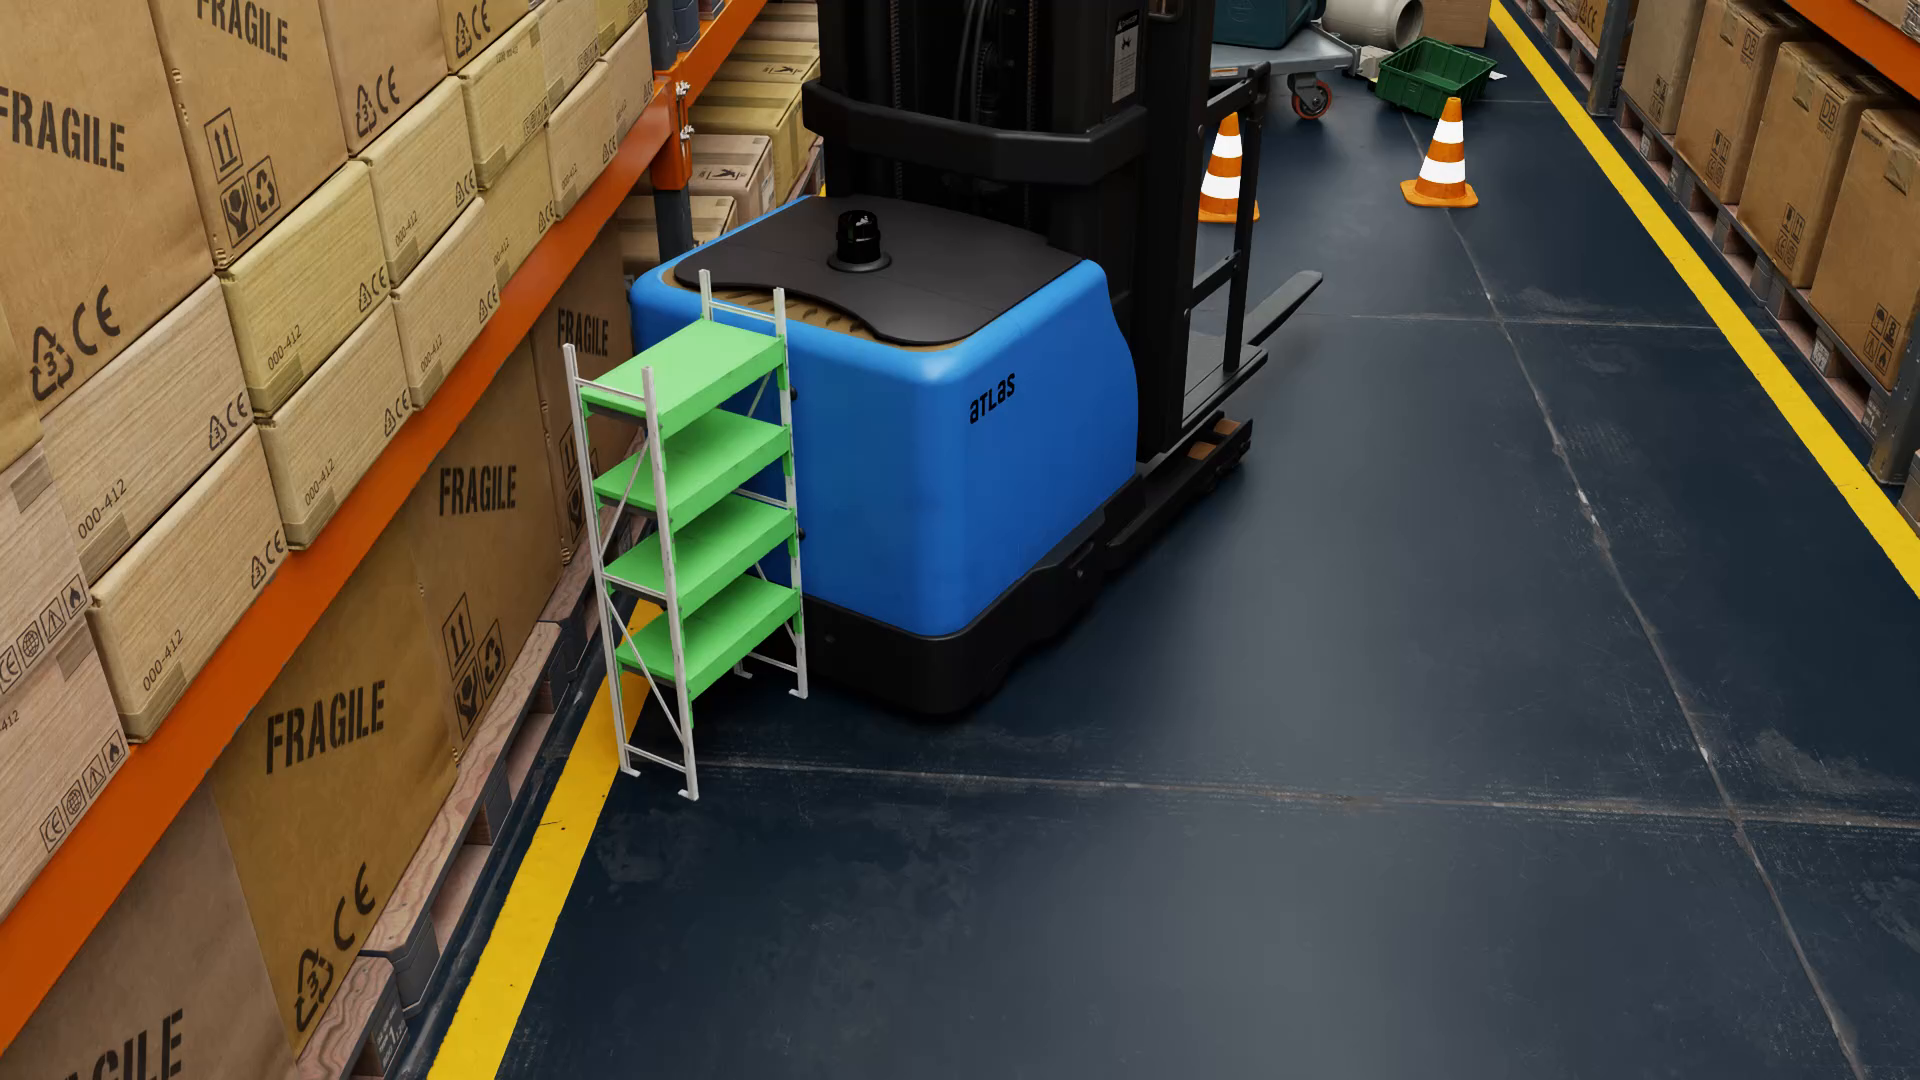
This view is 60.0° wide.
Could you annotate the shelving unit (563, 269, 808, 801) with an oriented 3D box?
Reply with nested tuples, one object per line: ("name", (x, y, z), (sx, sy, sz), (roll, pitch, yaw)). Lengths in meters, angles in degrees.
("shelving unit", (-0.645, 0.001, 4.105), (0.258, 1.200, 0.503), (17, 35, 25))

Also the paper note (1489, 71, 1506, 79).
("paper note", (3.045, -2.683, 9.575), (0.147, 0.020, 0.142), (-20, 37, -29))

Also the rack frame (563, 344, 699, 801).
("rack frame", (-0.766, 0.112, 3.925), (0.240, 1.200, 0.015), (17, 35, 25))

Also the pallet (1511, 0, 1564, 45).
("pallet", (4.129, -3.404, 10.572), (1.003, 0.211, 1.213), (2, 32, 4))

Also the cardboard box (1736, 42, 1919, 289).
("cardboard box", (3.774, -1.458, 6.501), (1.050, 0.750, 0.750), (3, 32, 5))

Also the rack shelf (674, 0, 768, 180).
("rack shelf", (-1.212, -2.363, 6.912), (1.077, 0.370, 4.000), (2, 32, 4))

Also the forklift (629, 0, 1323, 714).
("forklift", (0.334, -1.525, 4.931), (1.130, 2.935, 3.031), (18, 36, 27))

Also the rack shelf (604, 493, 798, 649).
("rack shelf", (-0.645, 0.055, 4.138), (0.258, 0.148, 0.480), (17, 35, 25))

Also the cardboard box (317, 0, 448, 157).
("cardboard box", (-1.285, -1.018, 2.995), (0.500, 0.500, 0.500), (2, 32, 3))

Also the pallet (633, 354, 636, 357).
("pallet", (-1.310, -0.845, 6.420), (1.003, 0.211, 1.213), (2, 32, 4))

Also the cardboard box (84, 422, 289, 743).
("cardboard box", (-1.361, 0.042, 2.466), (0.500, 0.250, 0.500), (2, 32, 3))

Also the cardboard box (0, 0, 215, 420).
("cardboard box", (-1.365, -0.486, 2.130), (0.500, 0.500, 0.500), (2, 32, 4))

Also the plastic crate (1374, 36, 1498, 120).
("plastic crate", (2.601, -2.531, 9.124), (0.450, 0.188, 0.662), (29, 41, 23))

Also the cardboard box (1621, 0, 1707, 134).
("cardboard box", (3.932, -2.450, 8.110), (1.050, 0.750, 0.750), (2, 32, 4))

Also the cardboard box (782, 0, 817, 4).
("cardboard box", (-0.732, -3.021, 9.513), (0.500, 0.250, 0.500), (1, 32, 2))

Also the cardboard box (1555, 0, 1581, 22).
("cardboard box", (4.083, -3.629, 9.904), (0.875, 0.875, 0.875), (3, 32, 4))

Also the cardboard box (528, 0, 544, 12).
("cardboard box", (-1.190, -1.542, 3.845), (0.500, 0.500, 0.500), (3, 32, 5))

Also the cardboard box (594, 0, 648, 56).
("cardboard box", (-1.161, -1.509, 4.506), (0.500, 0.250, 0.500), (2, 32, 4))

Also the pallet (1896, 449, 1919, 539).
("pallet", (3.502, 0.130, 4.837), (1.003, 0.211, 1.213), (2, 32, 4))

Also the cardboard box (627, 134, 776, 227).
("cardboard box", (-1.267, -1.365, 6.711), (0.950, 0.372, 0.625), (2, 32, 3))

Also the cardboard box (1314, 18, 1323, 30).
("cardboard box", (2.197, -3.370, 10.466), (0.396, 0.266, 0.258), (8, 32, 12))

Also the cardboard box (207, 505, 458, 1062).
("cardboard box", (-1.664, 0.393, 3.378), (0.875, 0.875, 0.875), (3, 32, 5))

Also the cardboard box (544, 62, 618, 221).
("cardboard box", (-1.183, -1.017, 4.184), (0.500, 0.250, 0.500), (3, 32, 5))

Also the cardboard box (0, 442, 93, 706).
("cardboard box", (-1.384, 0.101, 1.894), (0.500, 0.250, 0.500), (2, 32, 3))

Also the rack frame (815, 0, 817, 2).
("rack frame", (-1.049, -3.715, 8.420), (1.000, 3.000, 0.127), (2, 32, 4))

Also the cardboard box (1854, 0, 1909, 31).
("cardboard box", (3.378, -2.016, 5.566), (0.500, 0.500, 0.500), (2, 32, 4))

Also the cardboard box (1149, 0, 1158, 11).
("cardboard box", (1.657, -3.718, 10.803), (0.797, 0.503, 0.637), (-20, 37, -29))

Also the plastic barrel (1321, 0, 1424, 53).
("plastic barrel", (2.456, -3.119, 9.907), (0.512, 0.421, 0.421), (27, 41, 37))

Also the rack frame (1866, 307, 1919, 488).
("rack frame", (3.567, -1.465, 4.769), (1.000, 3.000, 0.127), (2, 32, 4))

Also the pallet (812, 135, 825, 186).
("pallet", (-1.111, -2.121, 8.491), (1.003, 0.211, 1.213), (2, 32, 4))

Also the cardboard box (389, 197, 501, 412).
("cardboard box", (-1.254, -0.486, 3.323), (0.500, 0.250, 0.500), (2, 32, 3))

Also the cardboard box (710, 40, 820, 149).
("cardboard box", (-1.145, -2.125, 7.944), (0.950, 0.372, 0.625), (4, 32, 7))

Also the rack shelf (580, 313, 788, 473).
("rack shelf", (-0.645, -0.353, 3.886), (0.258, 0.148, 0.480), (17, 35, 25))

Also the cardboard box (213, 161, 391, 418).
("cardboard box", (-1.302, -0.436, 2.765), (0.500, 0.250, 0.500), (3, 32, 5))

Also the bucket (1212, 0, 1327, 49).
("bucket", (1.606, -2.980, 8.898), (0.726, 0.611, 0.620), (14, 44, 21))

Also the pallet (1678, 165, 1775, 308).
("pallet", (3.808, -1.323, 7.196), (1.003, 0.211, 1.213), (2, 32, 4))

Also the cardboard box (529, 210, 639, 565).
("cardboard box", (-1.514, -0.541, 4.893), (0.875, 0.875, 0.875), (2, 32, 4))

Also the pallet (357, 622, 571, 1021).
("pallet", (-1.616, 0.608, 4.061), (1.003, 0.211, 1.213), (2, 32, 4))

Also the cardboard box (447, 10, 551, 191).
("cardboard box", (-1.221, -0.972, 3.634), (0.500, 0.250, 0.500), (2, 32, 3))

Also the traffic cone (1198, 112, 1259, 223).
("traffic cone", (1.218, -1.733, 7.621), (0.336, 0.463, 0.334), (2, 32, 4))
